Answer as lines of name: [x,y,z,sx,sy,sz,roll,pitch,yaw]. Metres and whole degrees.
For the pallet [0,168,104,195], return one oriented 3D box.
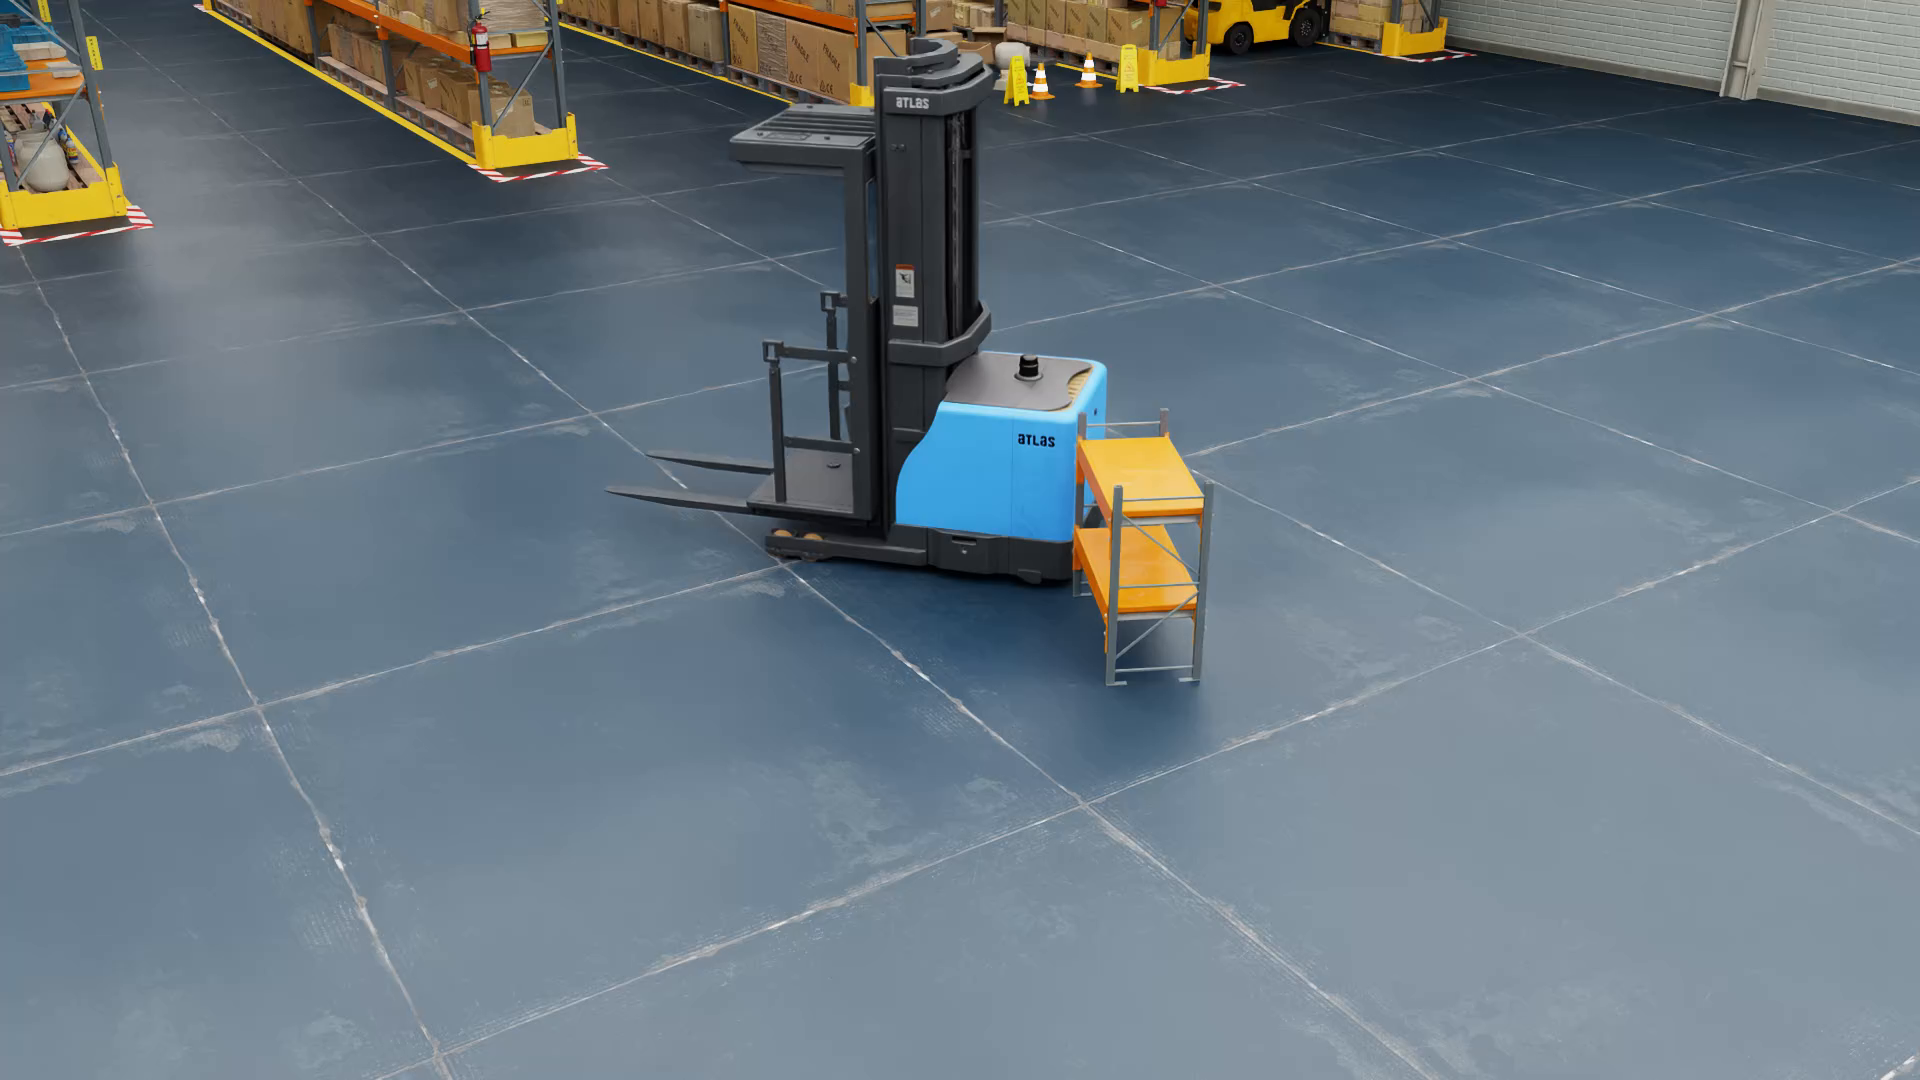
pallet: [-9.773,-3.736,17.916,1.003,0.211,1.213,-16,29,-30]

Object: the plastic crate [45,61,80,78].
plastic crate: [-9.472,-4.964,17.561,0.298,0.136,0.250,-16,29,-30]

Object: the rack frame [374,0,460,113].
rack frame: [-7.287,-7.274,22.144,1.000,3.000,0.127,-16,29,-30]

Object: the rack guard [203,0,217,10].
rack guard: [-13.851,-10.444,31.788,1.175,0.500,0.348,-16,29,-30]

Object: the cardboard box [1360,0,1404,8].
cardboard box: [6.844,-8.801,26.937,0.500,0.250,0.500,-14,29,-28]

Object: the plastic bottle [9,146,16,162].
plastic bottle: [-10.719,-4.359,18.732,0.097,0.201,0.097,0,25,0]

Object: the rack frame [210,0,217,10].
rack frame: [-13.838,-11.566,31.236,1.000,3.000,0.127,-16,29,-30]

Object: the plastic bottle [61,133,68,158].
plastic bottle: [-10.169,-4.497,18.944,0.097,0.271,0.097,0,25,0]

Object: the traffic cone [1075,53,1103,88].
traffic cone: [1.884,-6.858,24.236,0.336,0.463,0.334,-16,29,-30]

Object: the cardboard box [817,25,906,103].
cardboard box: [-1.318,-6.419,22.330,0.875,0.875,0.875,-15,29,-29]

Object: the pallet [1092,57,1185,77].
pallet: [2.745,-7.217,25.291,1.003,0.211,1.213,-16,29,-30]

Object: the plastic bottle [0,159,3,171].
plastic bottle: [-10.623,-4.177,18.347,0.097,0.201,0.097,0,25,0]

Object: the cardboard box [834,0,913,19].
cardboard box: [-1.133,-7.153,21.712,0.875,0.550,0.550,-16,29,-30]

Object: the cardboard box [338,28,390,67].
cardboard box: [-8.774,-7.342,24.702,0.700,0.500,0.500,-18,31,-34]

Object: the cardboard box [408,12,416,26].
cardboard box: [-6.718,-6.572,20.951,0.380,0.149,0.250,-16,29,-30]

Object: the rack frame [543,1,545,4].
rack frame: [-7.443,-11.255,30.577,1.000,3.000,0.127,-16,29,-30]

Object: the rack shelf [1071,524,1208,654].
rack shelf: [0.952,0.238,9.000,0.538,0.278,1.000,-3,25,-6]

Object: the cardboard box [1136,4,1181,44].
cardboard box: [2.978,-7.799,25.108,0.500,0.500,0.500,-17,30,-31]

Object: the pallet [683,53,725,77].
pallet: [-3.560,-7.391,25.658,1.003,0.211,1.213,-16,29,-30]

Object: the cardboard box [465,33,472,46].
cardboard box: [-5.568,-5.873,19.471,0.380,0.149,0.250,-16,29,-30]

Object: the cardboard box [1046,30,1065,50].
cardboard box: [1.705,-7.878,26.153,0.500,0.250,0.500,-16,30,-30]

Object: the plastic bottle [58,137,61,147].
plastic bottle: [-10.390,-4.611,19.265,0.097,0.201,0.097,0,25,0]

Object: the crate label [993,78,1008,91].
crate label: [0.659,-6.597,24.065,0.298,0.136,0.250,12,28,24]

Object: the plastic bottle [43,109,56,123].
plastic bottle: [-10.844,-4.957,19.825,0.144,0.351,0.185,-16,30,-31]

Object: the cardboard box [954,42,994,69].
cardboard box: [0.120,-7.062,24.619,0.637,0.503,0.797,7,26,15]

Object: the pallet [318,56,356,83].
pallet: [-9.045,-7.163,25.177,1.003,0.211,1.213,-16,29,-30]

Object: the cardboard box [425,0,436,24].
cardboard box: [-5.991,-6.565,20.178,0.875,0.500,0.500,-16,29,-30]

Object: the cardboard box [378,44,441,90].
cardboard box: [-7.604,-6.567,23.059,0.700,0.500,0.500,-18,31,-33]

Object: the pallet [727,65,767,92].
pallet: [-2.726,-6.842,24.496,1.003,0.211,1.213,-16,29,-30]

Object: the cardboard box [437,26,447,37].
cardboard box: [-6.128,-6.226,20.220,0.380,0.149,0.250,-16,29,-30]

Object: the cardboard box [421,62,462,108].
cardboard box: [-6.783,-5.978,21.835,0.500,0.500,0.500,-6,26,-13]

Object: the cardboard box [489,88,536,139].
cardboard box: [-5.430,-5.130,20.039,0.500,0.500,0.500,-10,27,-20]

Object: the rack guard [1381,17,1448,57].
rack guard: [7.370,-8.171,26.974,1.175,0.500,0.348,-16,29,-30]

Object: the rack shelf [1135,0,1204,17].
rack shelf: [2.108,-8.542,25.674,1.077,0.370,4.000,-16,29,-30]

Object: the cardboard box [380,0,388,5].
cardboard box: [-7.093,-7.278,21.688,0.875,0.500,0.500,-16,29,-30]

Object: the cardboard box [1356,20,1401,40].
cardboard box: [6.835,-8.351,27.156,0.500,0.250,0.500,-15,29,-29]

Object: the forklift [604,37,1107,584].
forklift: [-0.678,-1.404,9.790,3.031,2.935,1.130,7,26,14]

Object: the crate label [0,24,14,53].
crate label: [-10.484,-5.300,17.922,0.502,0.435,0.616,-16,29,-30]

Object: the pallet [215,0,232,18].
pallet: [-13.336,-10.037,31.264,1.003,0.211,1.213,-16,29,-30]

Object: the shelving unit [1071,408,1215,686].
shelving unit: [0.952,0.017,8.896,0.538,1.125,1.048,-3,25,-6]

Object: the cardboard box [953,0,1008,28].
cardboard box: [0.333,-9.028,28.446,0.950,0.372,0.625,-14,28,-26]

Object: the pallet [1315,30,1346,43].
pallet: [6.242,-8.749,28.536,1.003,0.211,1.213,-16,29,-30]

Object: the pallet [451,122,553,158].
pallet: [-5.559,-4.908,20.399,1.003,0.211,1.213,-16,29,-30]

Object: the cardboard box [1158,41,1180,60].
cardboard box: [2.991,-7.452,25.250,0.500,0.250,0.500,-16,30,-30]

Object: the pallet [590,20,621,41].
pallet: [-5.685,-8.843,28.735,1.003,0.211,1.213,-16,29,-30]

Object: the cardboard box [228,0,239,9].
cardboard box: [-12.924,-10.259,30.465,0.875,0.875,0.875,-16,29,-30]

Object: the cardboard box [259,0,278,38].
cardboard box: [-10.799,-8.820,27.417,1.225,0.875,0.875,-17,30,-31]

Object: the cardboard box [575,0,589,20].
cardboard box: [-6.420,-9.430,29.148,0.500,0.500,0.500,-17,30,-32]

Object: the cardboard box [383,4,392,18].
cardboard box: [-7.296,-6.920,21.690,0.380,0.149,0.250,-16,29,-30]

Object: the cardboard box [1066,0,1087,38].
cardboard box: [1.987,-8.032,25.600,0.500,0.500,0.500,-16,30,-31]

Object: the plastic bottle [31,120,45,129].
plastic bottle: [-10.849,-4.811,19.603,0.152,0.276,0.135,-16,29,-30]

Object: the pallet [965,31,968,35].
pallet: [-0.080,-9.037,29.146,1.003,0.211,1.213,-16,29,-30]

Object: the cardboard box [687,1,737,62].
cardboard box: [-3.490,-7.767,25.332,1.050,0.750,0.750,-16,29,-30]

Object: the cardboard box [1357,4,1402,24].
cardboard box: [6.829,-8.584,27.064,0.500,0.250,0.500,-16,30,-30]

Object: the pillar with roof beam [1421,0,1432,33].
pillar with roof beam: [4.125,-11.479,24.025,9.100,9.000,0.400,-16,29,-30]

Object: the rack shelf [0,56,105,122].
rack shelf: [-10.345,-5.079,18.337,1.077,0.370,4.000,-16,29,-30]

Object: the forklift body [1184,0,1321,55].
forklift body: [4.793,-9.180,27.176,2.313,2.155,1.214,-16,29,-30]
